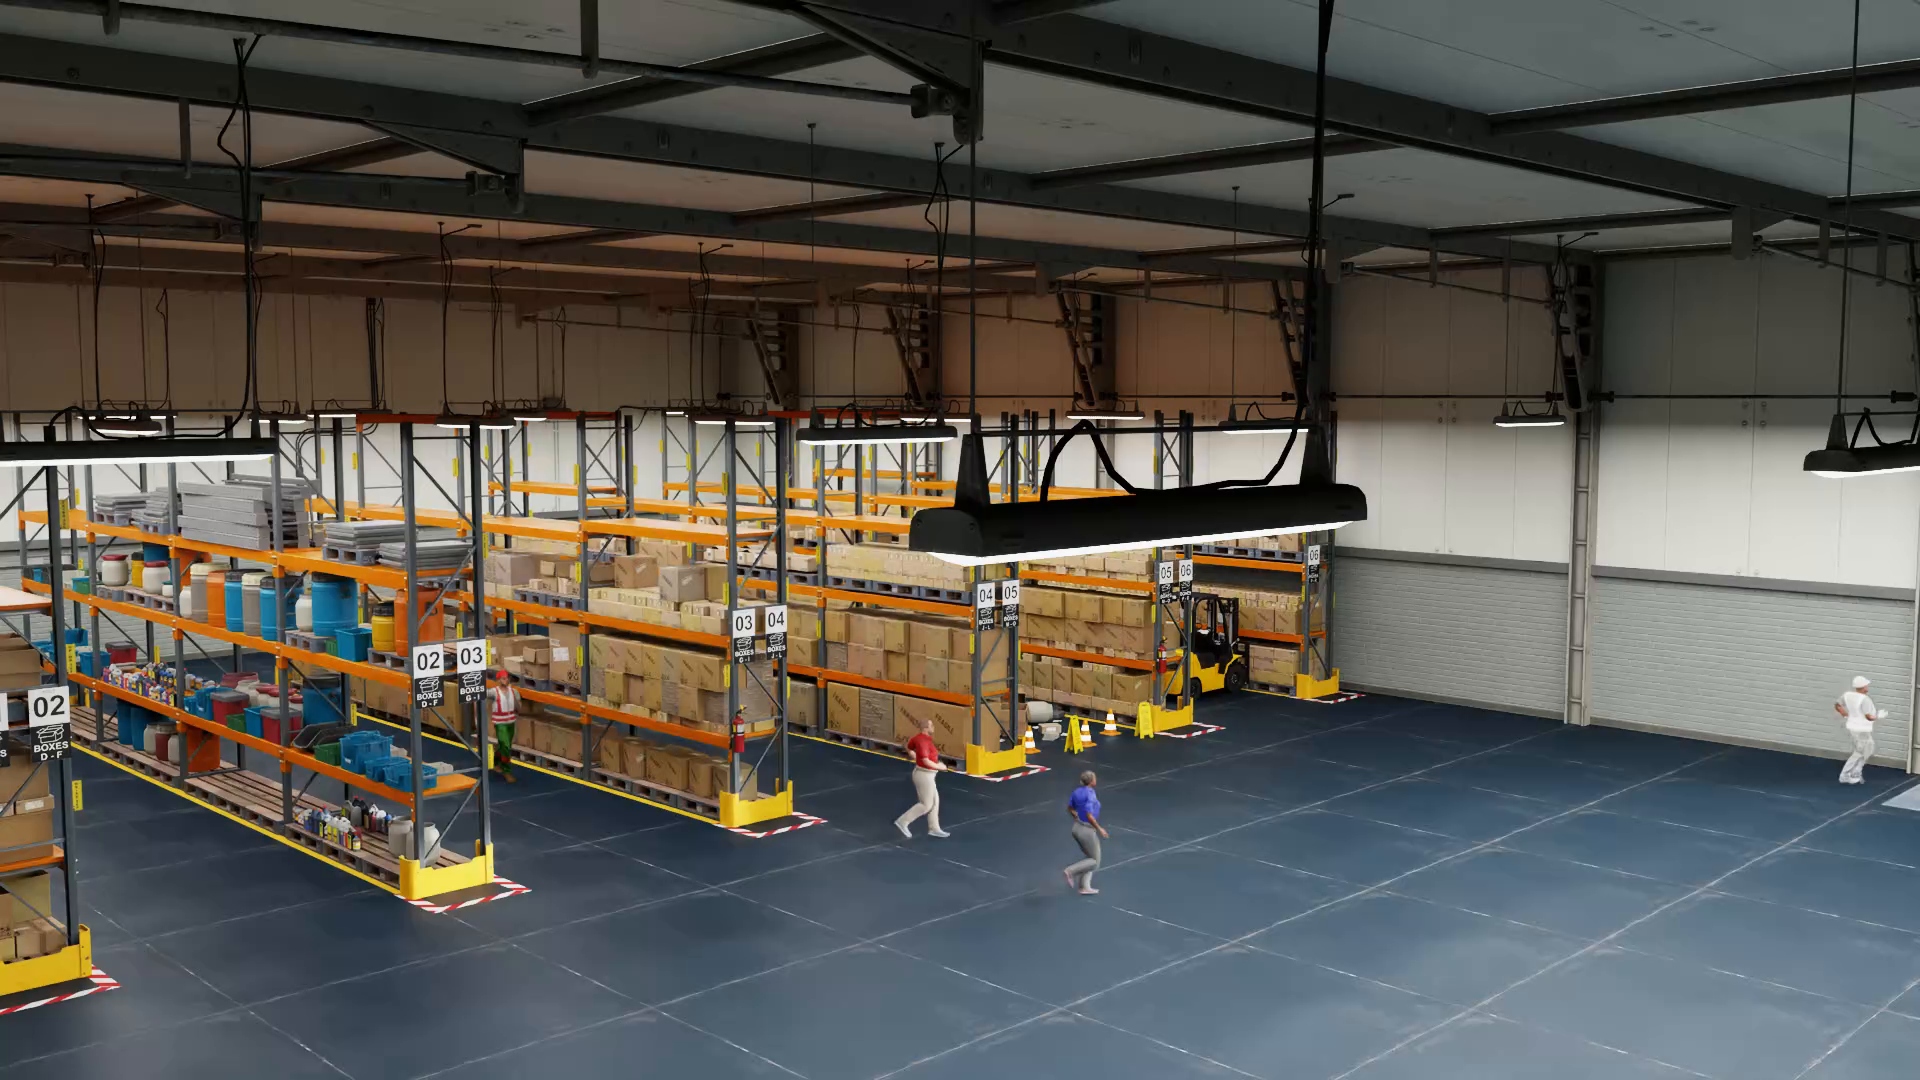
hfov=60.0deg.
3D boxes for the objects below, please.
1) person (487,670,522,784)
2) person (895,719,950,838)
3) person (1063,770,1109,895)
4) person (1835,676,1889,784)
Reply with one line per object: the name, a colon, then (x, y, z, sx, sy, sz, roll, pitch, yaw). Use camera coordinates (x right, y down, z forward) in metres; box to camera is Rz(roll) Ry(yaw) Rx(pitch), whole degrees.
person: (-7.530, 3.048, 27.394, 0.826, 1.840, 0.650, 4, 6, 38)
person: (-0.545, 3.417, 23.757, 0.841, 1.739, 0.687, -1, 5, -13)
person: (1.520, 3.715, 21.042, 0.591, 1.612, 0.558, -2, 5, -25)
person: (14.644, 3.105, 26.991, 0.685, 1.807, 0.659, 0, 5, 4)
